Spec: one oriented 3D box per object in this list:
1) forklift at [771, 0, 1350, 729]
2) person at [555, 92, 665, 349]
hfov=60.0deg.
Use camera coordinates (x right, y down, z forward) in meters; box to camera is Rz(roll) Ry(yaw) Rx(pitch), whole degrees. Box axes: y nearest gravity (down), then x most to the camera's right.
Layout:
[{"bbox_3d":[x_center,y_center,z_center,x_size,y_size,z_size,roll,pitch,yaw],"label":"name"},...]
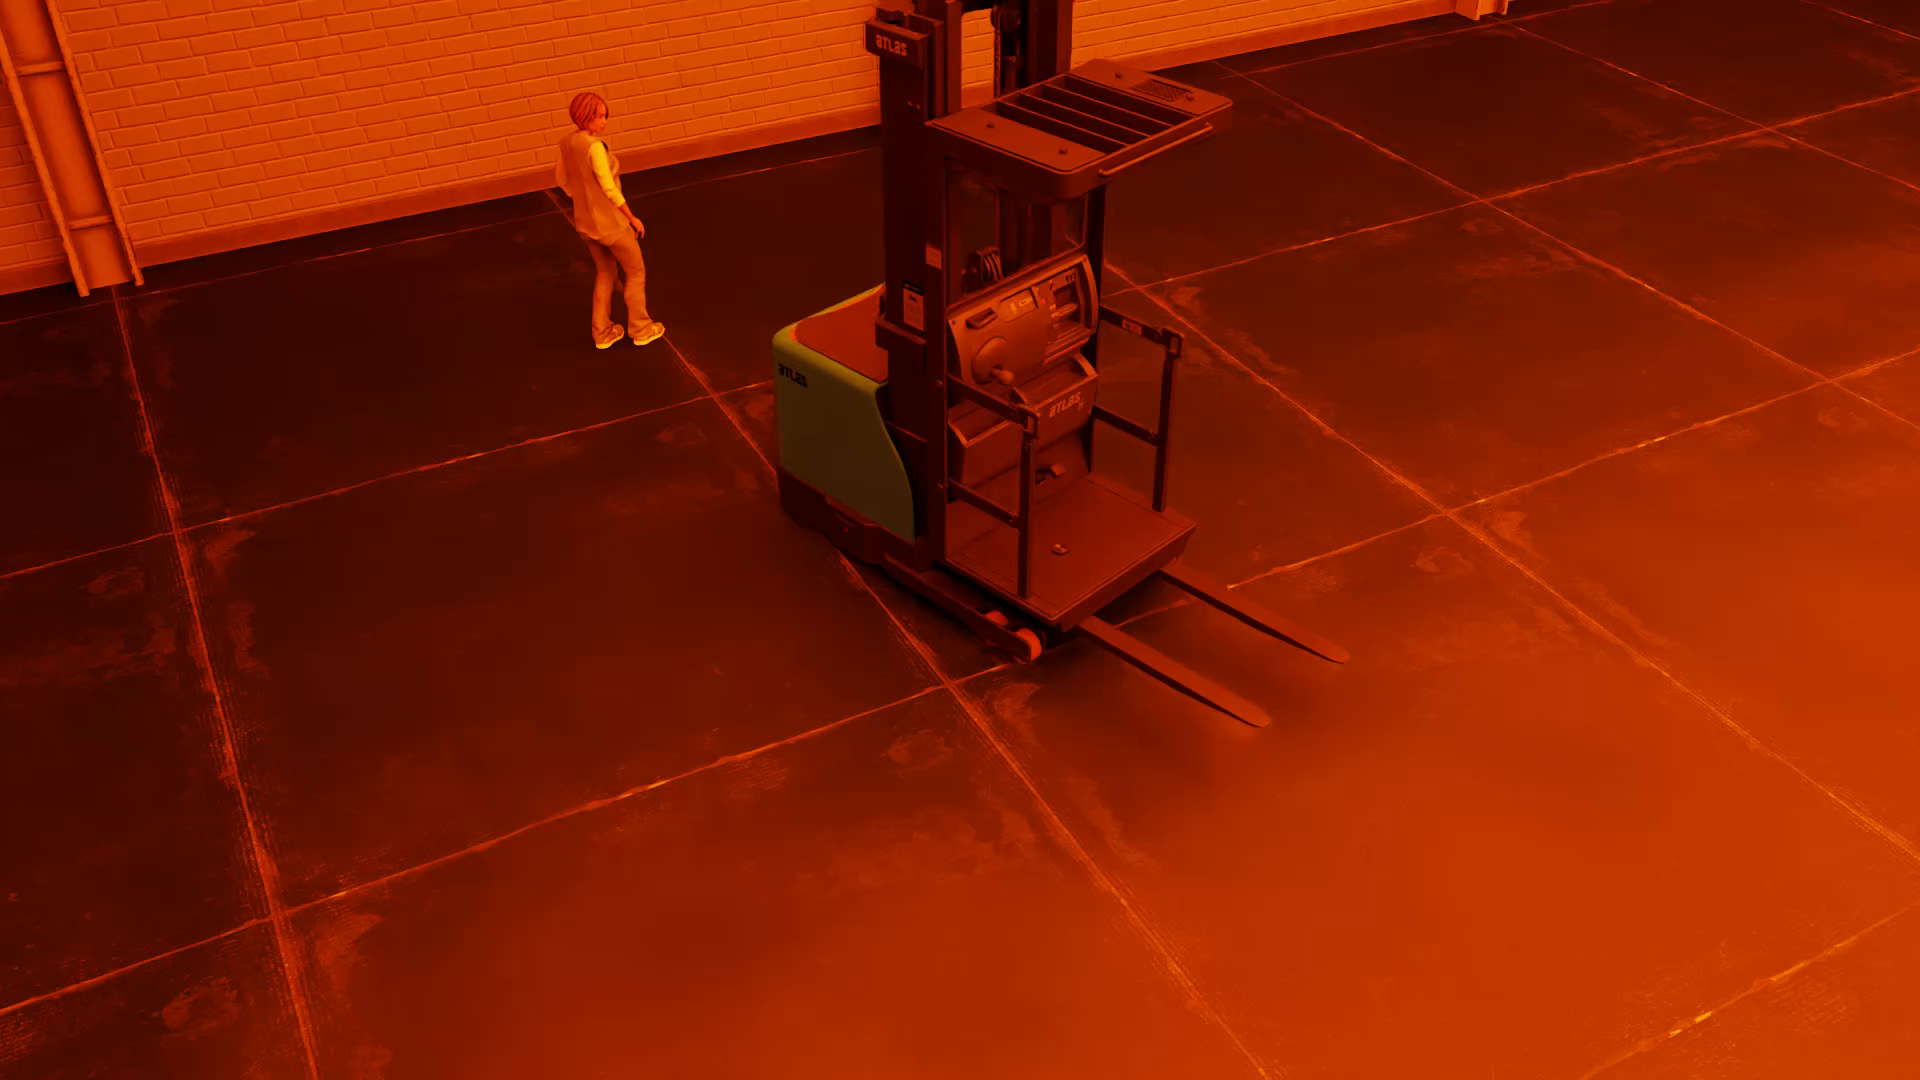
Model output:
[{"bbox_3d":[0.450,-0.955,7.474,3.031,2.935,1.130,29,45,35],"label":"forklift"},{"bbox_3d":[-2.119,-1.912,10.005,0.622,1.580,0.453,23,41,28],"label":"person"}]
